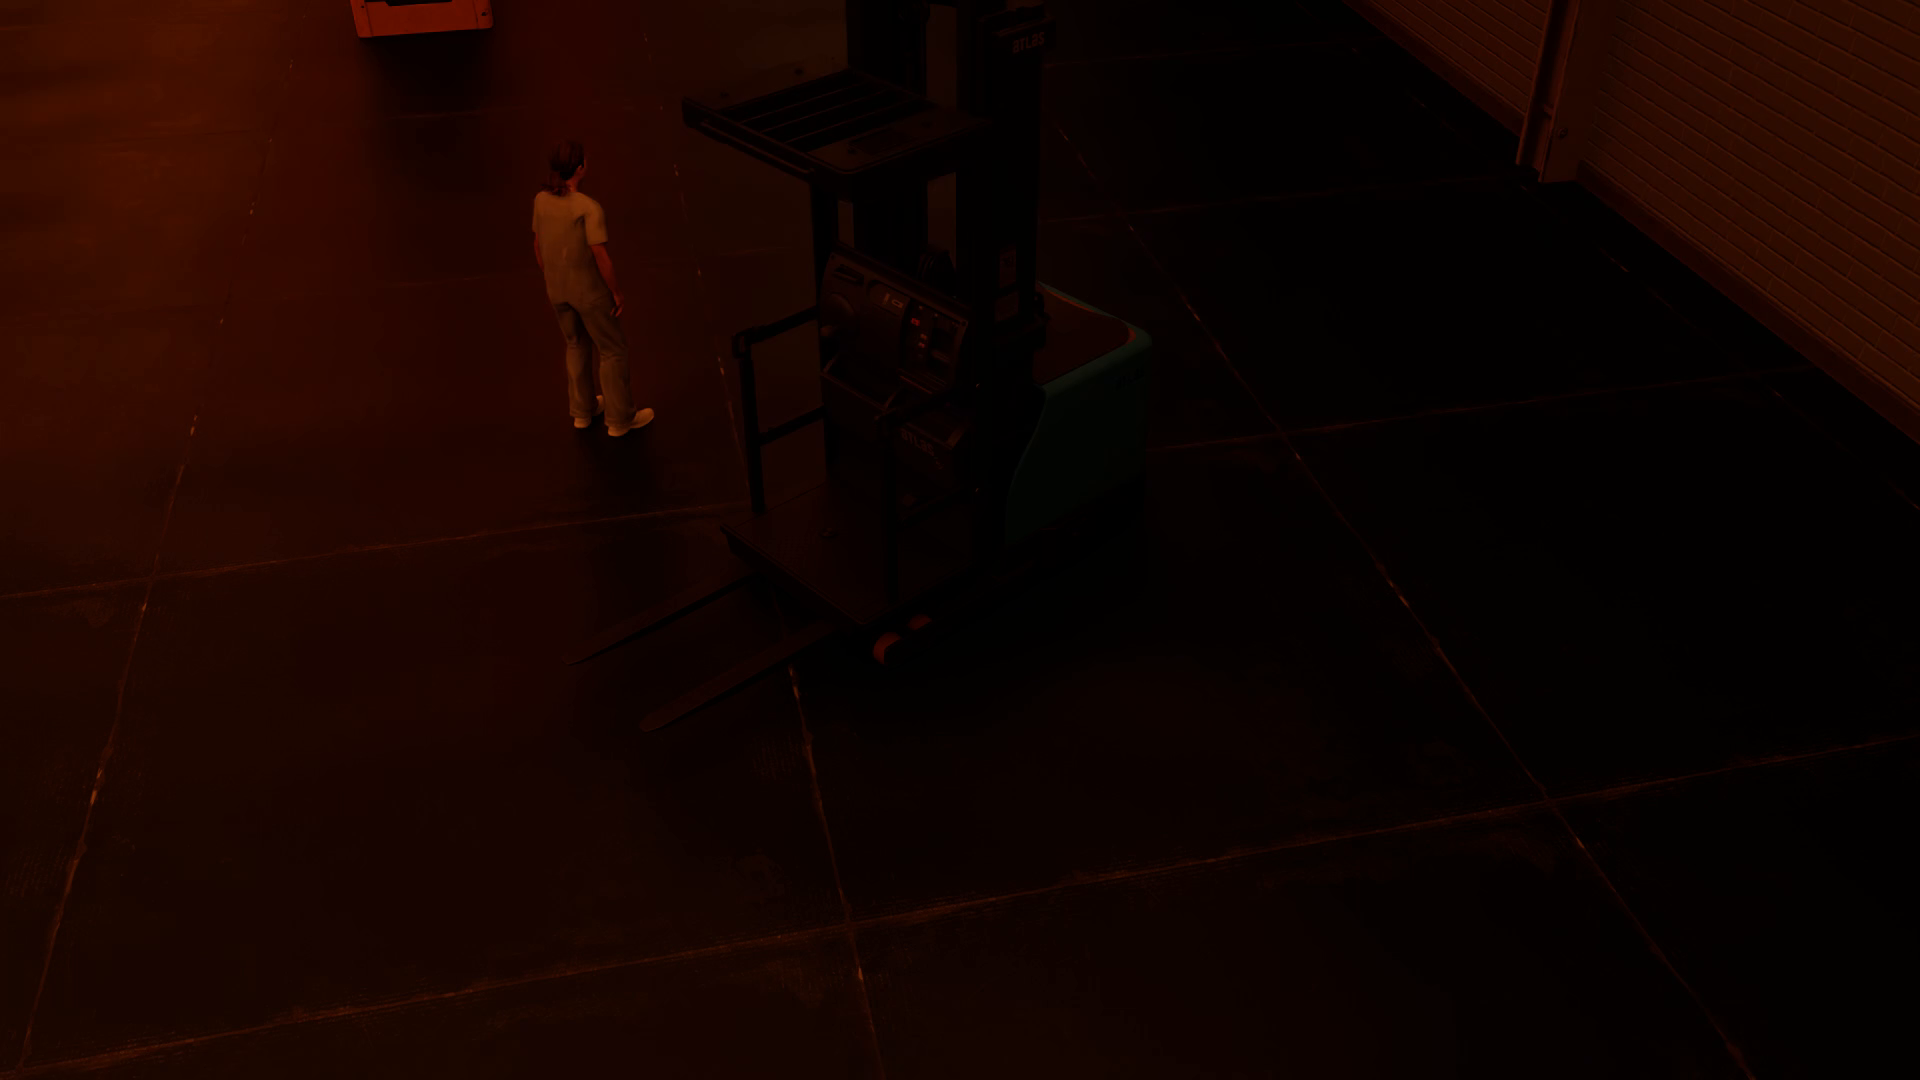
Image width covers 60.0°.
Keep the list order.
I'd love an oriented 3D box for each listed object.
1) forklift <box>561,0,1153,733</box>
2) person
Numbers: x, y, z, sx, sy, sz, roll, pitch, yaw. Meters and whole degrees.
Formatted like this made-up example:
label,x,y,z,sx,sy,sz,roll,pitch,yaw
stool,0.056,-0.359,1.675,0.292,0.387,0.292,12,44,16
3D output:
label,x,y,z,sx,sy,sz,roll,pitch,yaw
forklift,-0.457,-0.940,7.356,3.031,2.935,1.130,-29,45,-34
person,-2.036,-1.350,9.006,0.503,1.671,0.359,16,39,20
